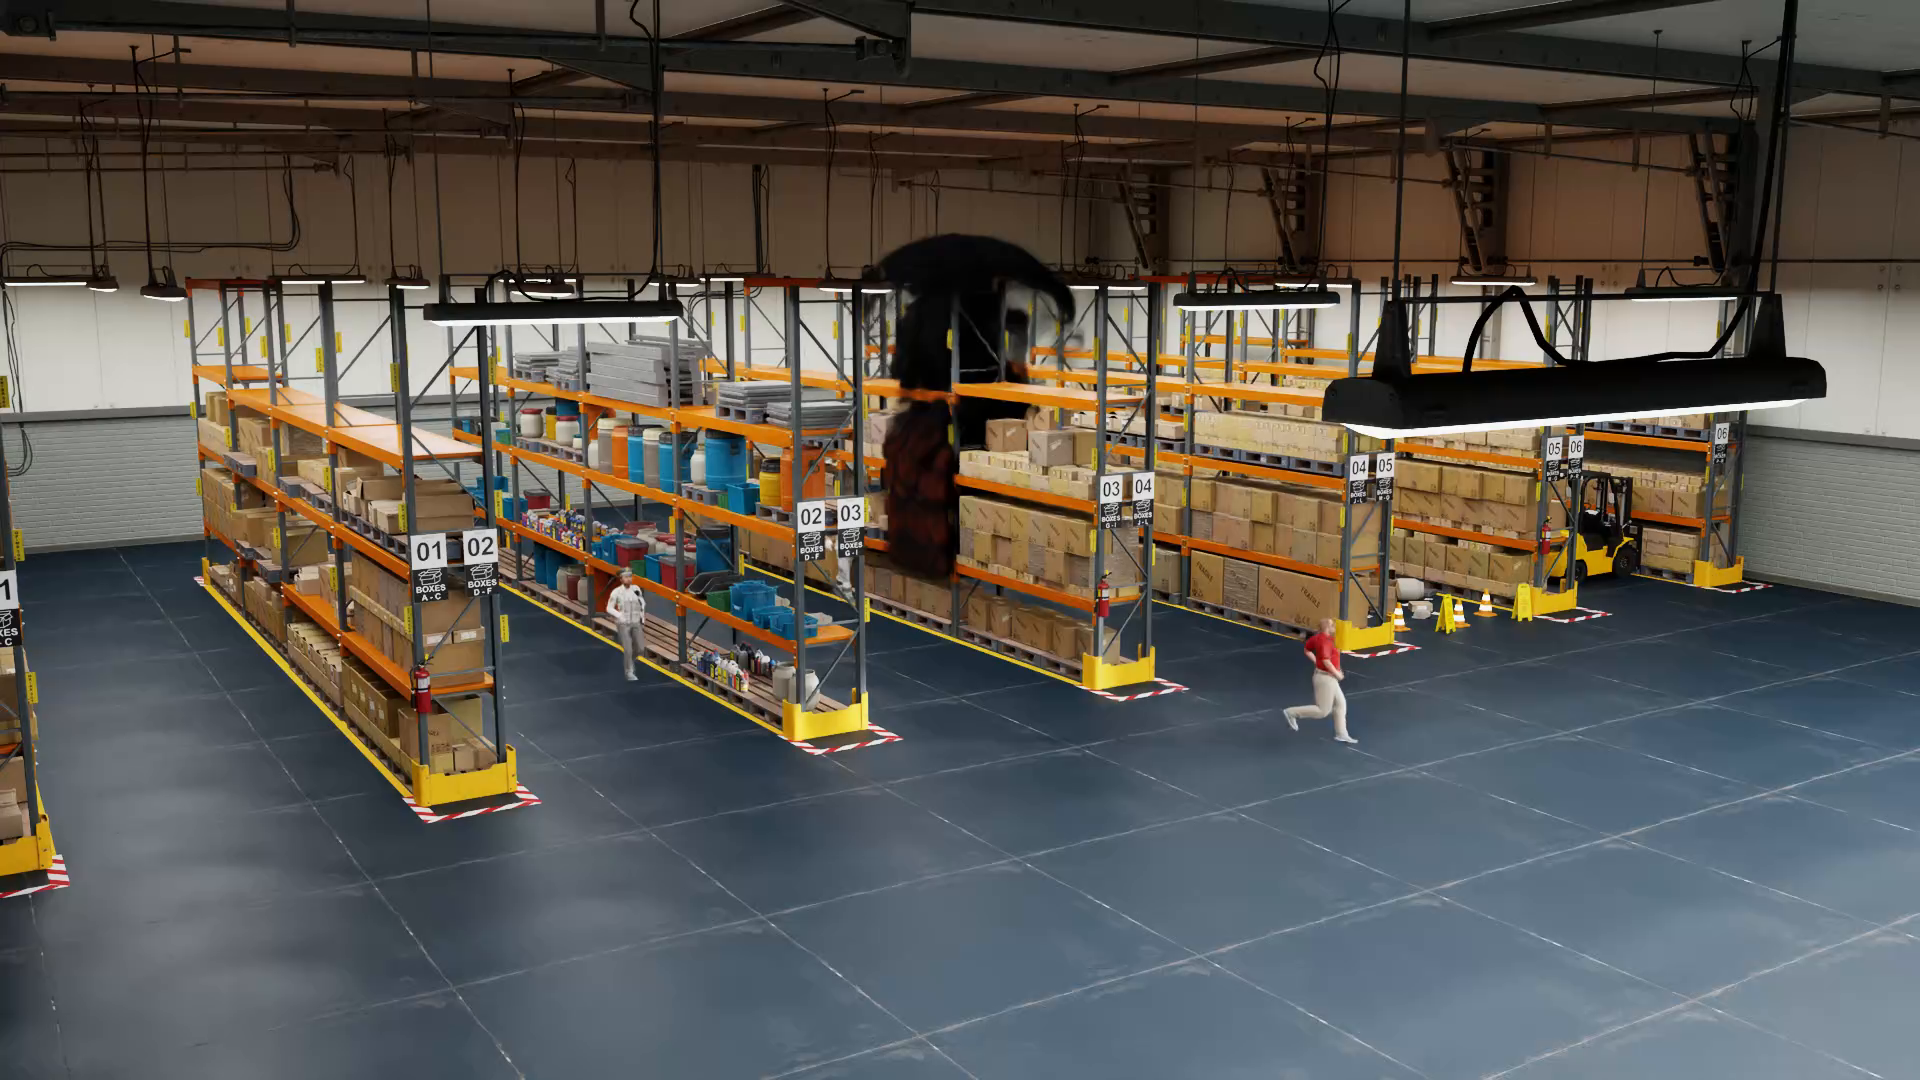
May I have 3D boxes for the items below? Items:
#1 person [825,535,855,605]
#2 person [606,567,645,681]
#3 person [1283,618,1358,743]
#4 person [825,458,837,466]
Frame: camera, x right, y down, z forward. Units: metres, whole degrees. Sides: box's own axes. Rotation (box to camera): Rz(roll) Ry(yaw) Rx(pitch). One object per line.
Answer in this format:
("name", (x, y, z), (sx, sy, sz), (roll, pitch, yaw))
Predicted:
("person", (-2.016, 0.214, 29.448), (0.658, 1.815, 0.912), (-8, 12, -38))
("person", (-4.782, 1.210, 24.082), (0.612, 1.661, 0.491), (-6, 11, -33))
("person", (4.780, 1.876, 21.937), (1.027, 1.720, 0.642), (1, 10, 4))
("person", (-3.131, -1.315, 40.611), (0.743, 1.806, 0.853), (1, 10, 8))
